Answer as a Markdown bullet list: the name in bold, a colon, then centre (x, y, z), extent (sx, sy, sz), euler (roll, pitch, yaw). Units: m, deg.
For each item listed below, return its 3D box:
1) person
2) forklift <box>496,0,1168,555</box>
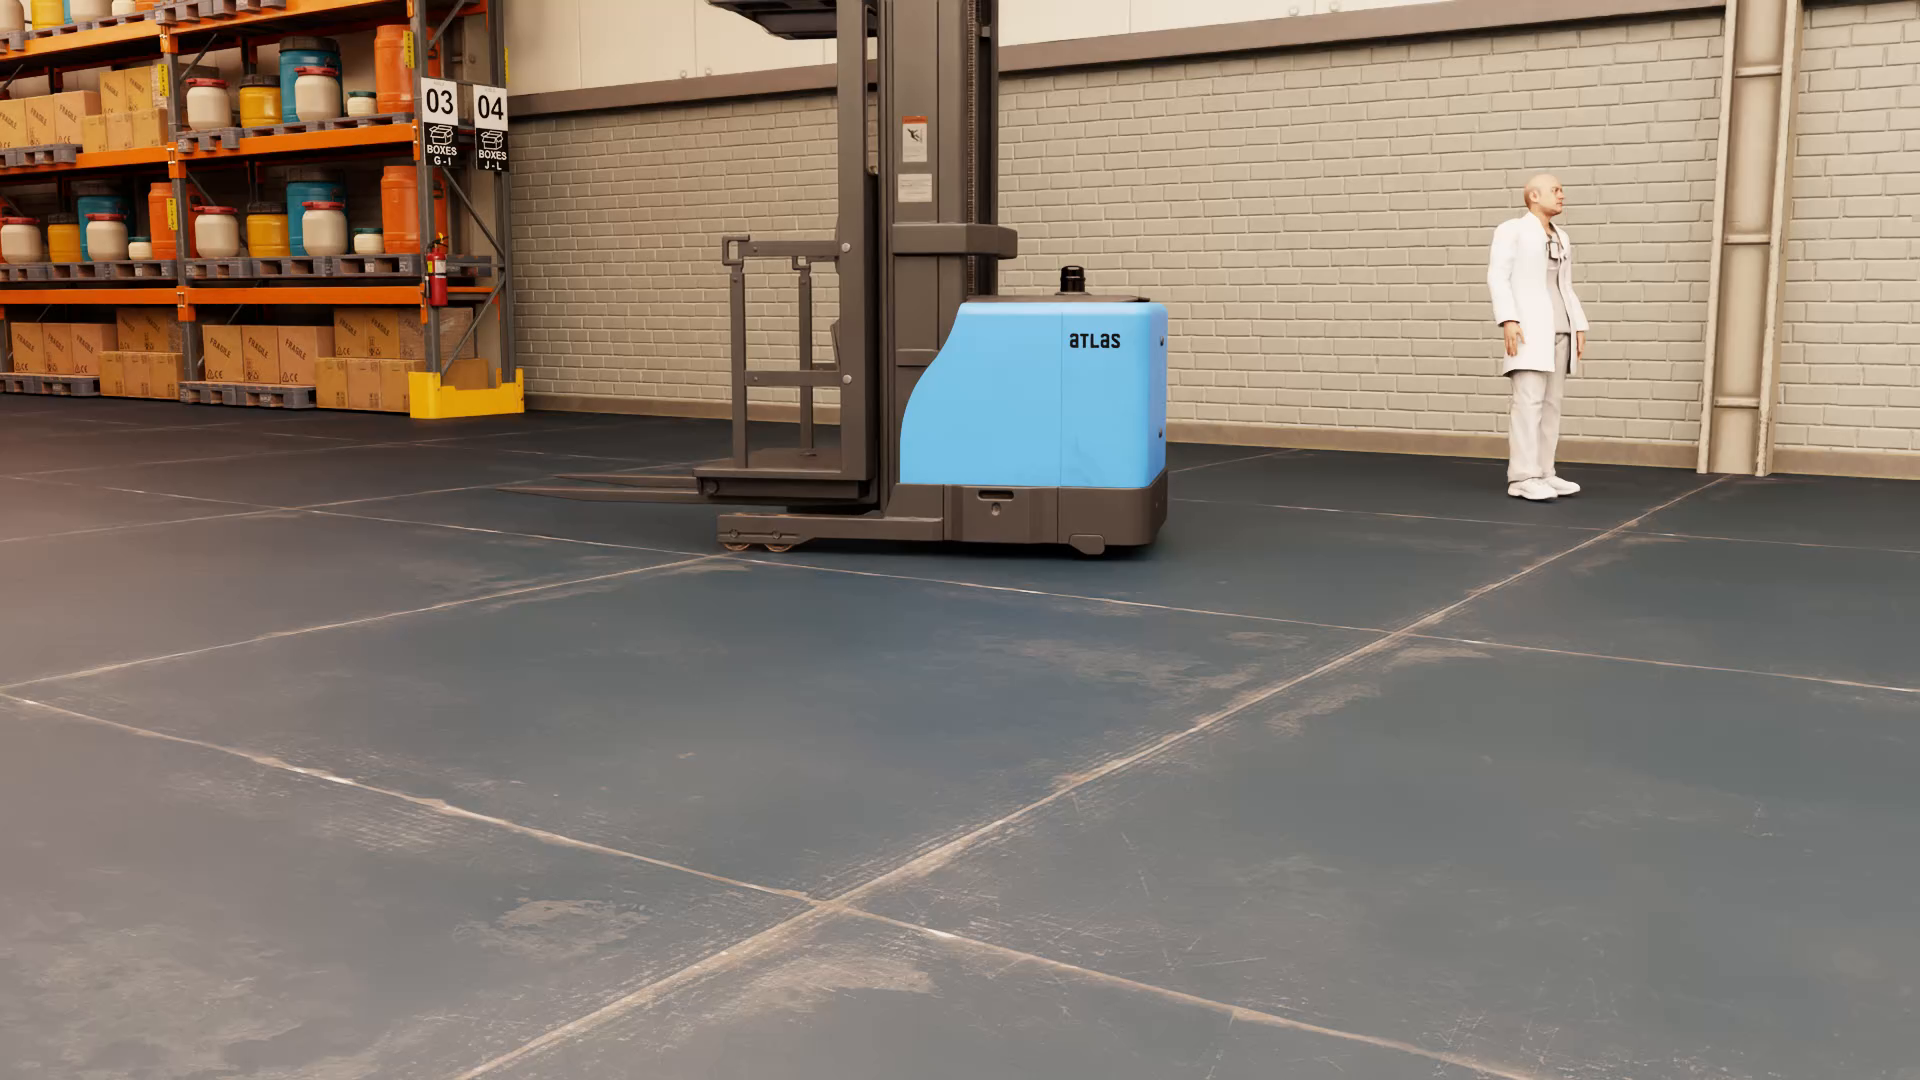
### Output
- **person**: centre (3.298, -1.138, 9.241), extent (0.695, 1.775, 0.583), euler (-5, 9, -31)
- **forklift**: centre (-0.596, -1.469, 7.520), extent (3.031, 2.935, 1.130), euler (2, 8, 12)
